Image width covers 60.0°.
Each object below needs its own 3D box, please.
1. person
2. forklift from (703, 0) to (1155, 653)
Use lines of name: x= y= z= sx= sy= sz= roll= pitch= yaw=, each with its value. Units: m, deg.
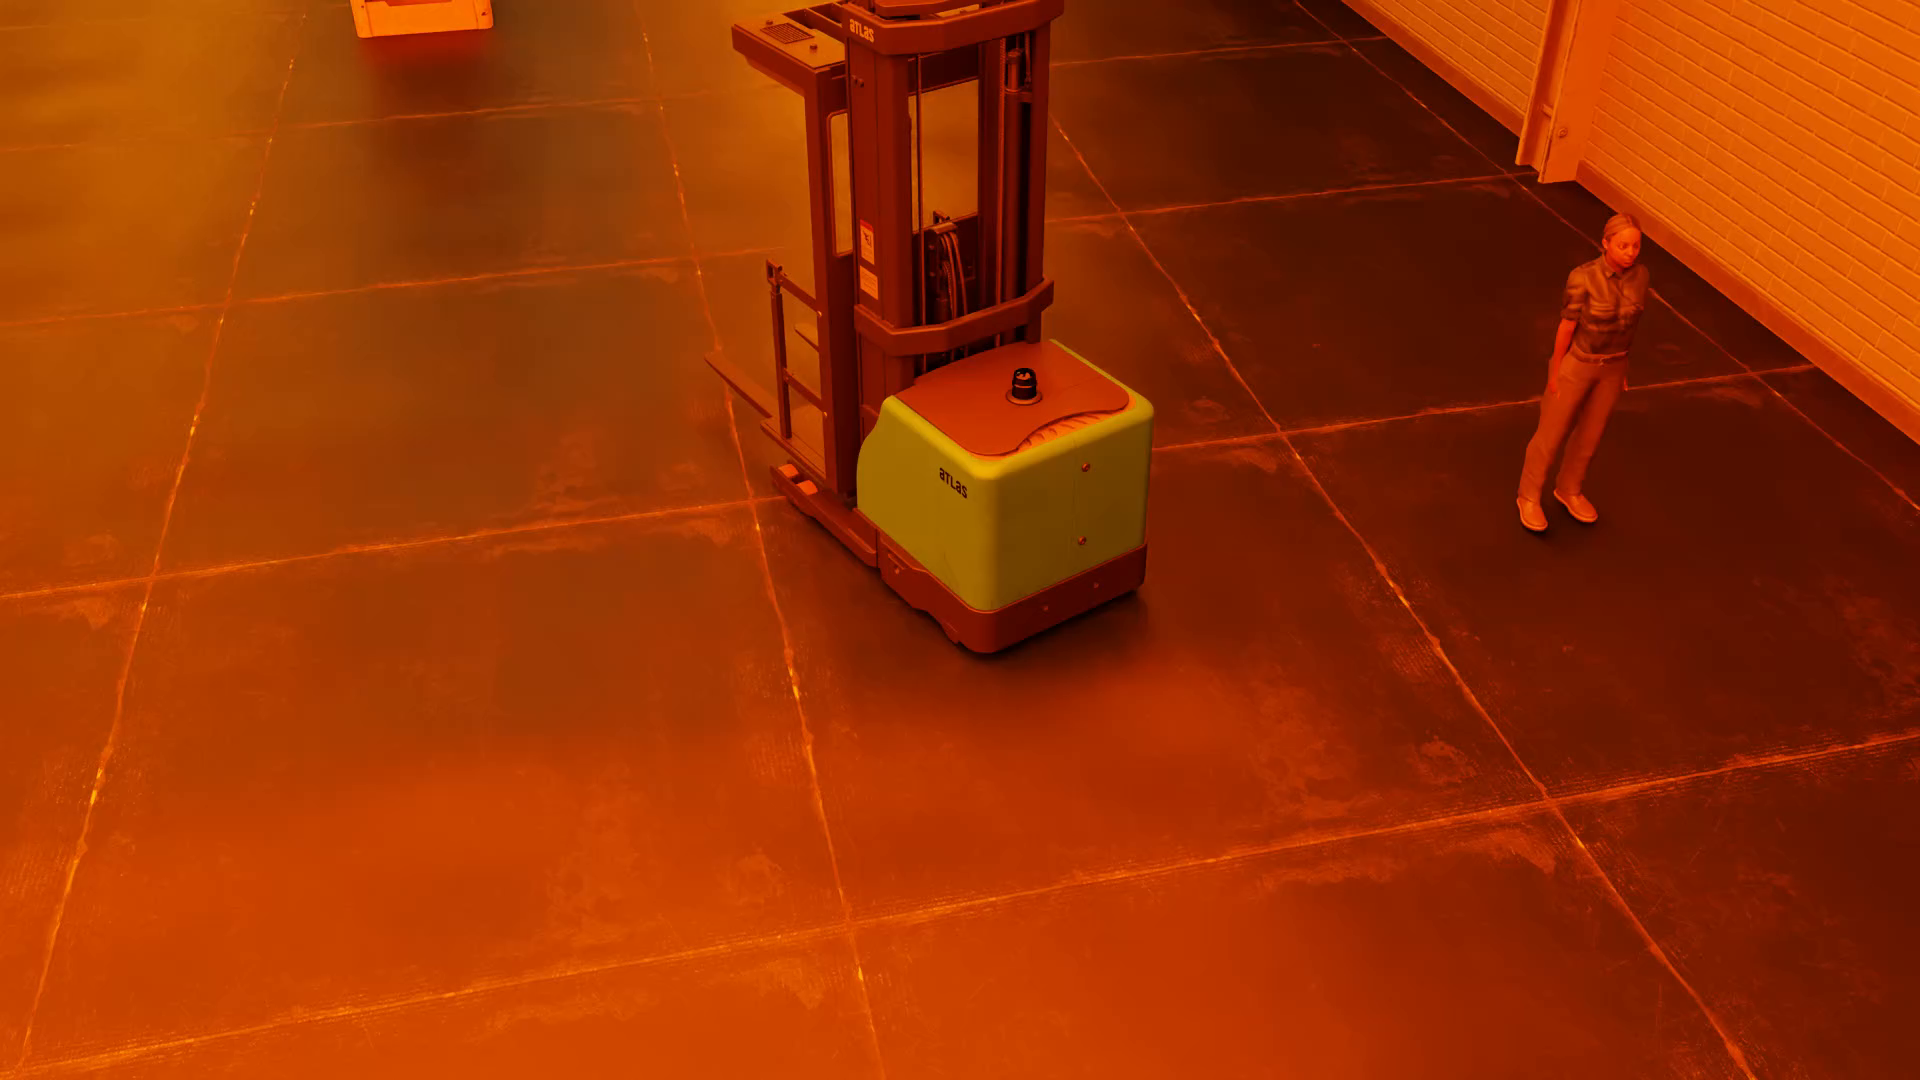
person: x=3.113 y=-0.827 z=8.225 sx=0.452 sy=1.660 sz=0.335 roll=-8 pitch=37 yaw=-11
forklift: x=-0.350 y=-1.480 z=8.107 sx=1.130 sy=2.935 sz=3.031 roll=-22 pitch=41 yaw=-28
